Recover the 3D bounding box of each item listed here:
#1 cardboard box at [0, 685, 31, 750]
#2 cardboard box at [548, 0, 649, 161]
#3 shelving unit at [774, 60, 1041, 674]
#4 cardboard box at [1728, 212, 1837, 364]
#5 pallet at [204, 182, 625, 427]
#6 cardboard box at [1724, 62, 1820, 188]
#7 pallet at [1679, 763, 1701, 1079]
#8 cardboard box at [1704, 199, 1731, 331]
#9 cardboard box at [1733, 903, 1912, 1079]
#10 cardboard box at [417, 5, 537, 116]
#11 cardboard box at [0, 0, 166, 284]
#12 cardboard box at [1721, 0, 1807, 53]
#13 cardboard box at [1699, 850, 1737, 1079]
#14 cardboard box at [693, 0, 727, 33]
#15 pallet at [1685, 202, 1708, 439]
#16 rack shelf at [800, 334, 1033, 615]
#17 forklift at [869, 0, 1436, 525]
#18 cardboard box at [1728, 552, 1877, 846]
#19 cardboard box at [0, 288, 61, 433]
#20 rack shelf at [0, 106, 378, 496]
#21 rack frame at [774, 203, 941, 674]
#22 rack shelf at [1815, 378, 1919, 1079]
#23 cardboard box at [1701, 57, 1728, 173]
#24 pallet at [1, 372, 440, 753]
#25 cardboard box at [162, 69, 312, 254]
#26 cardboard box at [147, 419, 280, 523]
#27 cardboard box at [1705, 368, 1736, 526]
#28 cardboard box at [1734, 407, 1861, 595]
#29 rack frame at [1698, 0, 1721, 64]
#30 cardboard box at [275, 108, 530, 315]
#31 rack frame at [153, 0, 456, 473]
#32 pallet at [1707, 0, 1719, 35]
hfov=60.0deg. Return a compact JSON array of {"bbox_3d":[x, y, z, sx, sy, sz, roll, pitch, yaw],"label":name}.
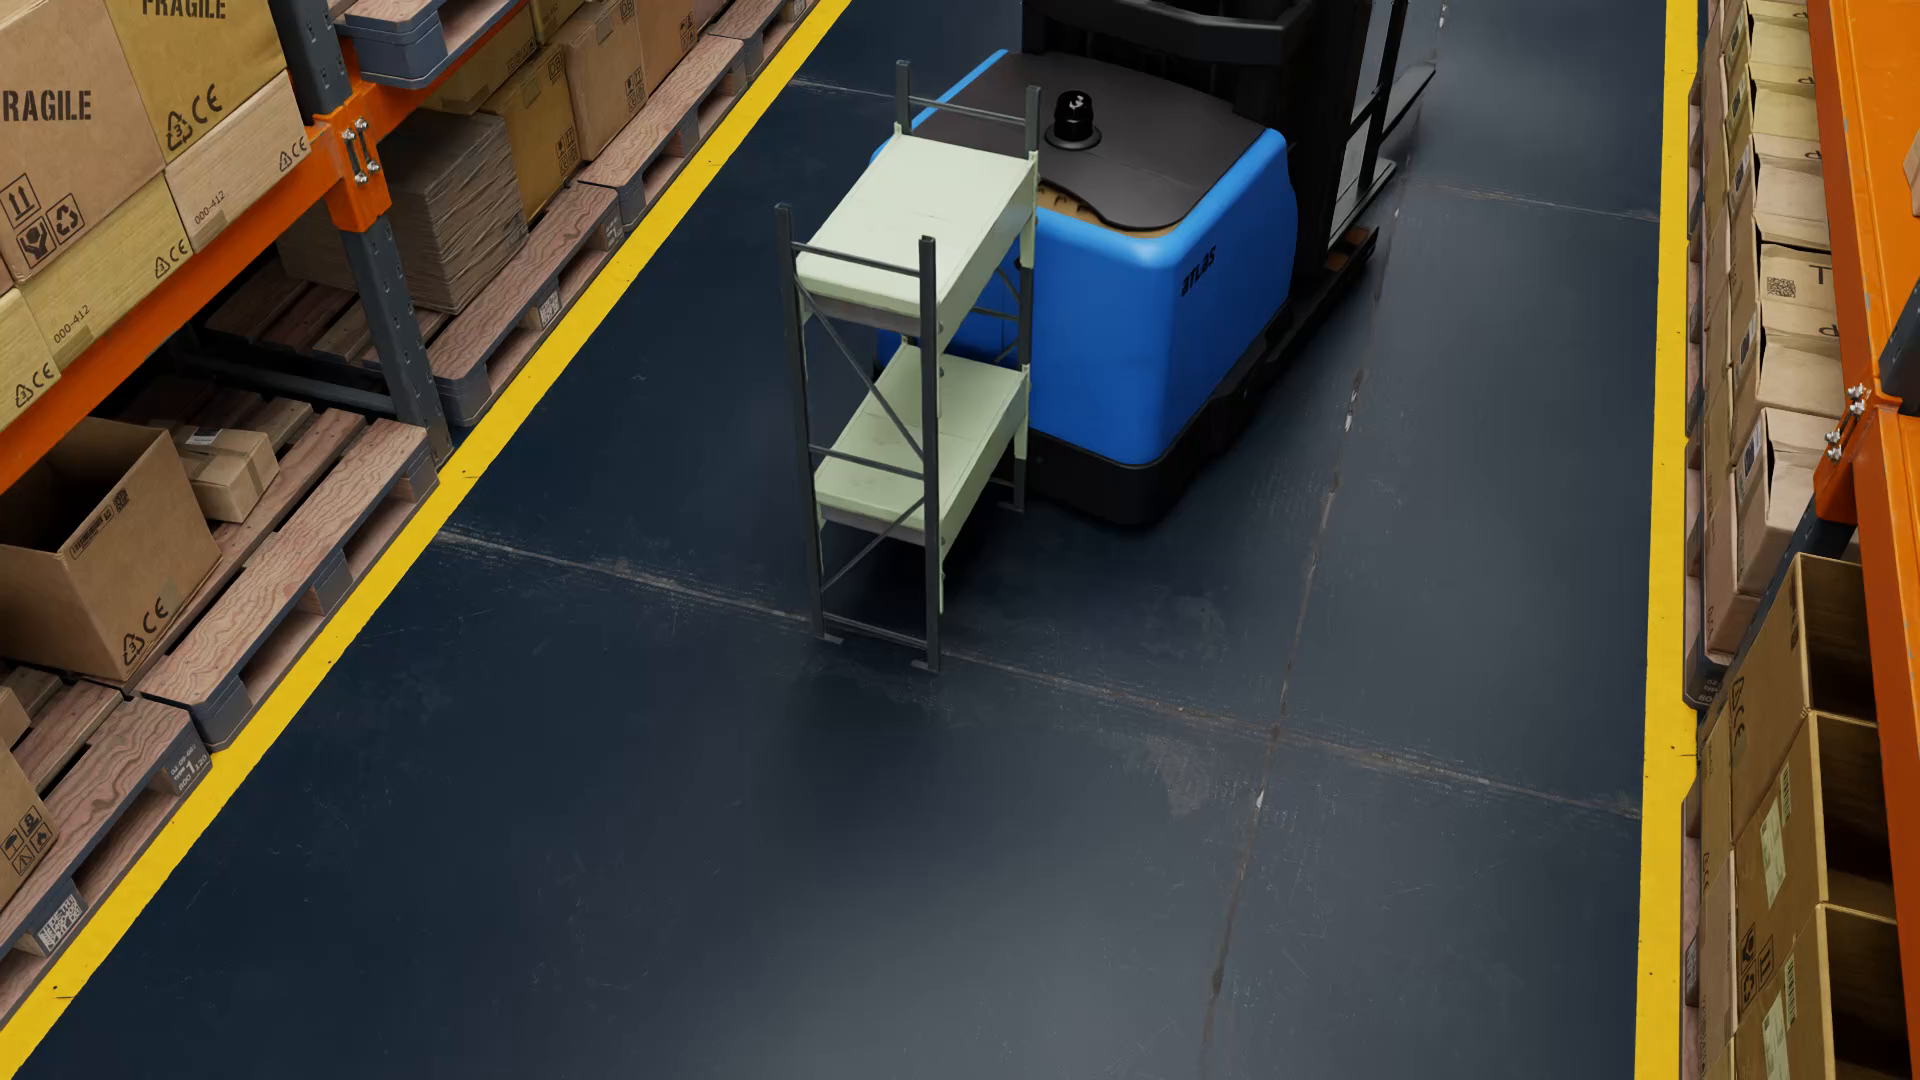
[{"bbox_3d":[-2.685,0.489,4.329,0.380,0.149,0.250,9,45,9],"label":"cardboard box"},{"bbox_3d":[-1.672,-1.879,6.498,0.700,0.500,0.500,13,46,13],"label":"cardboard box"},{"bbox_3d":[-0.113,-0.440,4.627,0.431,1.500,0.755,15,46,15],"label":"shelving unit"},{"bbox_3d":[2.695,-0.766,5.153,0.500,0.311,0.500,12,46,12],"label":"cardboard box"},{"bbox_3d":[-1.947,-0.957,6.077,1.003,0.211,1.213,13,46,13],"label":"pallet"},{"bbox_3d":[3.006,-1.443,5.845,0.500,0.311,0.500,11,46,11],"label":"cardboard box"},{"bbox_3d":[2.260,1.130,3.944,1.003,0.211,1.213,13,46,13],"label":"pallet"},{"bbox_3d":[2.855,-0.910,5.701,0.500,0.250,0.500,13,46,13],"label":"cardboard box"},{"bbox_3d":[1.800,1.086,3.125,0.500,0.500,0.500,13,46,13],"label":"cardboard box"},{"bbox_3d":[-1.844,-1.755,5.835,0.500,0.250,0.500,12,46,12],"label":"cardboard box"},{"bbox_3d":[-2.175,-0.942,3.624,0.500,0.500,0.500,12,46,12],"label":"cardboard box"},{"bbox_3d":[3.314,-2.135,6.552,0.500,0.311,0.500,14,46,14],"label":"cardboard box"},{"bbox_3d":[1.955,1.022,3.727,0.500,0.250,0.500,13,46,13],"label":"cardboard box"},{"bbox_3d":[-1.405,-2.555,7.189,0.700,0.500,0.500,12,46,12],"label":"cardboard box"},{"bbox_3d":[3.095,-0.706,5.821,1.003,0.211,1.213,13,46,13],"label":"pallet"},{"bbox_3d":[-0.113,-0.207,4.855,0.431,0.370,0.720,15,46,15],"label":"rack shelf"},{"bbox_3d":[0.916,-2.107,5.308,1.130,2.935,3.031,23,49,22],"label":"forklift"},{"bbox_3d":[2.102,0.420,3.806,0.500,0.500,0.500,13,46,13],"label":"cardboard box"},{"bbox_3d":[-2.332,-0.339,3.545,0.500,0.250,0.500,12,46,12],"label":"cardboard box"},{"bbox_3d":[-2.787,0.156,3.461,1.077,0.370,4.000,13,46,13],"label":"rack shelf"},{"bbox_3d":[-0.245,-0.201,4.383,0.400,1.500,0.023,15,46,15],"label":"rack frame"},{"bbox_3d":[1.935,1.202,2.391,1.077,0.370,4.000,13,46,13],"label":"rack shelf"},{"bbox_3d":[3.163,-1.599,6.405,0.500,0.250,0.500,11,46,11],"label":"cardboard box"},{"bbox_3d":[-2.351,0.017,5.081,1.003,0.211,1.213,13,46,13],"label":"pallet"},{"bbox_3d":[-2.036,-1.008,4.228,0.500,0.250,0.500,13,46,13],"label":"cardboard box"},{"bbox_3d":[-2.315,-0.216,5.037,0.380,0.166,0.250,7,45,7],"label":"cardboard box"},{"bbox_3d":[2.545,-0.230,5.006,0.500,0.250,0.500,12,46,12],"label":"cardboard box"},{"bbox_3d":[2.390,-0.086,4.458,0.500,0.311,0.500,13,46,13],"label":"cardboard box"},{"bbox_3d":[3.752,-3.054,6.226,1.000,3.000,0.127,13,46,13],"label":"rack frame"},{"bbox_3d":[-1.974,-1.192,5.797,0.700,0.500,0.500,14,46,14],"label":"cardboard box"},{"bbox_3d":[-2.181,-1.434,4.571,1.000,3.000,0.127,13,46,13],"label":"rack frame"},{"bbox_3d":[4.015,-2.547,7.702,1.003,0.211,1.213,13,46,13],"label":"pallet"}]
